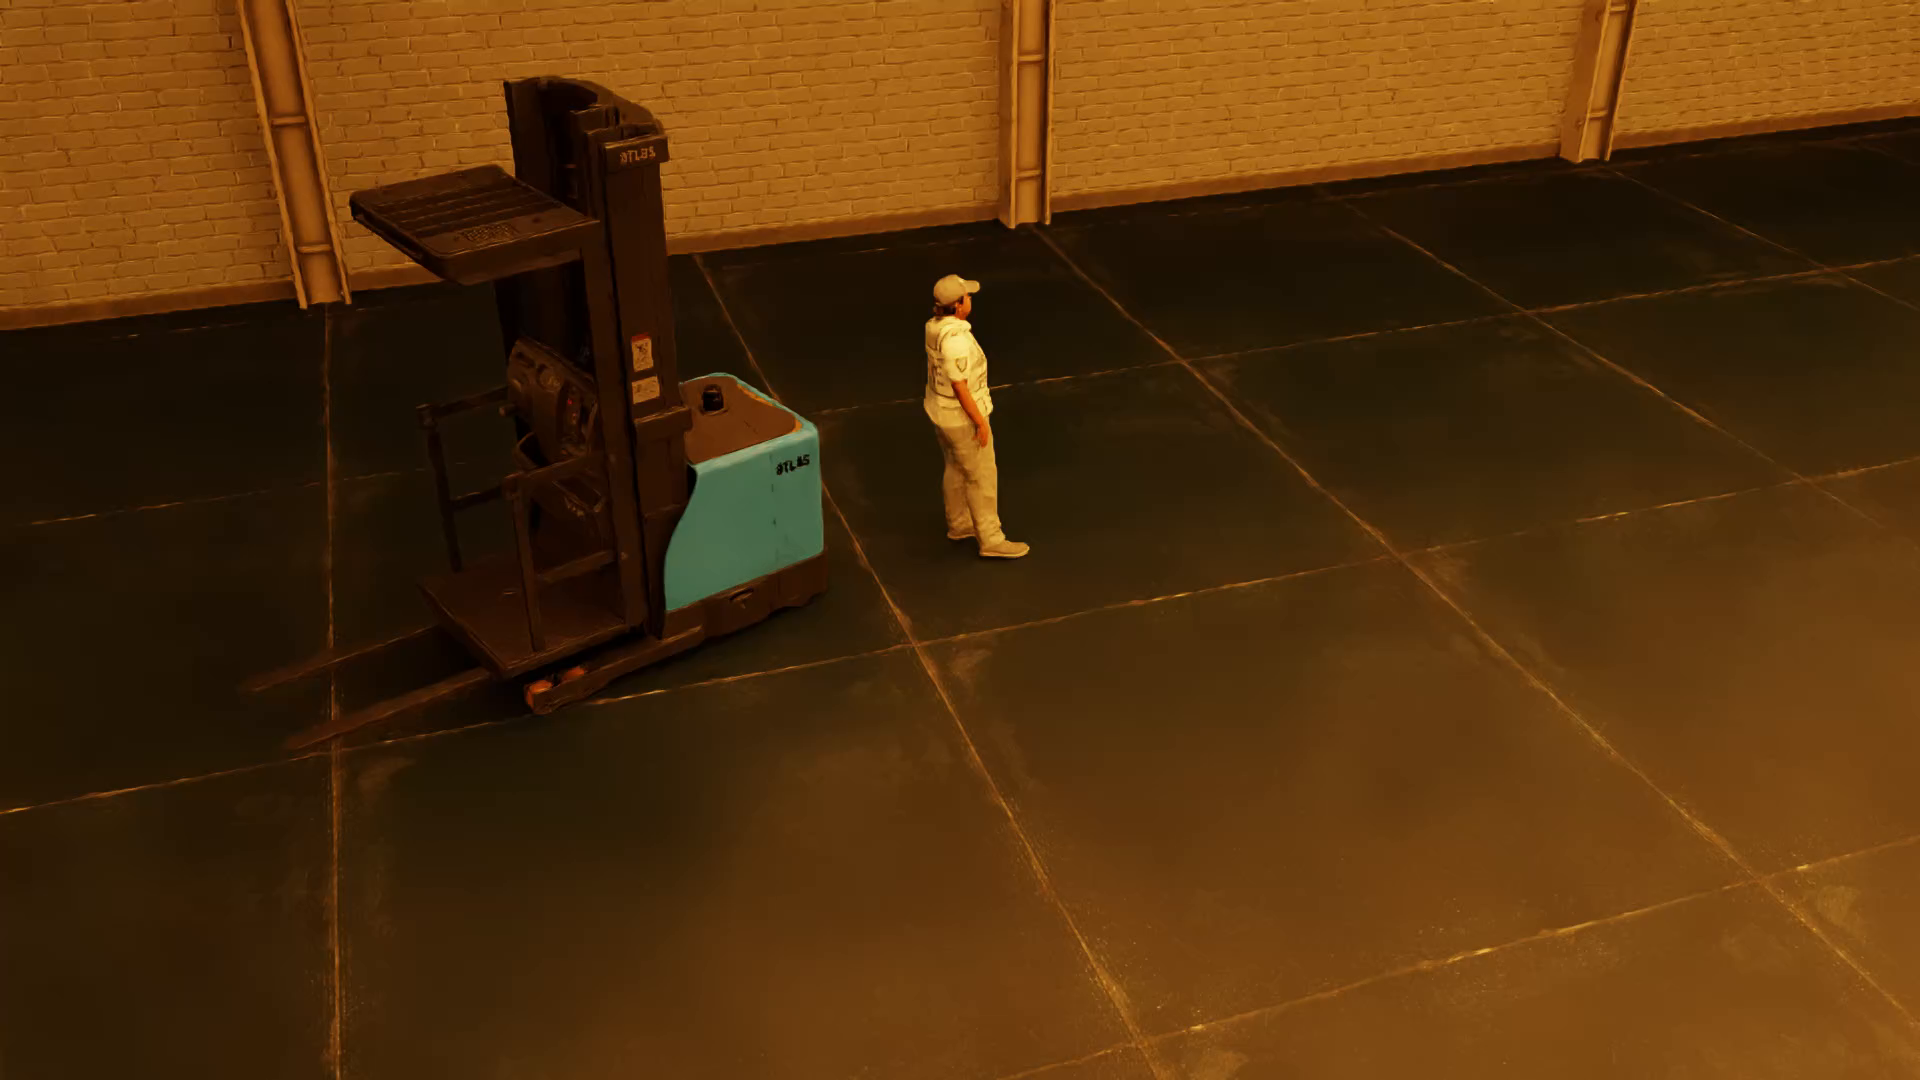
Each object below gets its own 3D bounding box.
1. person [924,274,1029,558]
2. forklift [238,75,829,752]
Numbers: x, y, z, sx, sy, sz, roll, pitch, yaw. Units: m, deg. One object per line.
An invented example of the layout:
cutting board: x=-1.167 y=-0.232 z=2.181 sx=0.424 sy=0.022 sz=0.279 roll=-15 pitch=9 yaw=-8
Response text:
person: x=0.081 y=-0.731 z=9.610 sx=0.526 sy=1.669 sz=0.598 roll=-10 pitch=31 yaw=-16
forklift: x=-2.214 y=-0.681 z=8.270 sx=3.031 sy=2.935 sz=1.130 roll=-22 pitch=36 yaw=-33
